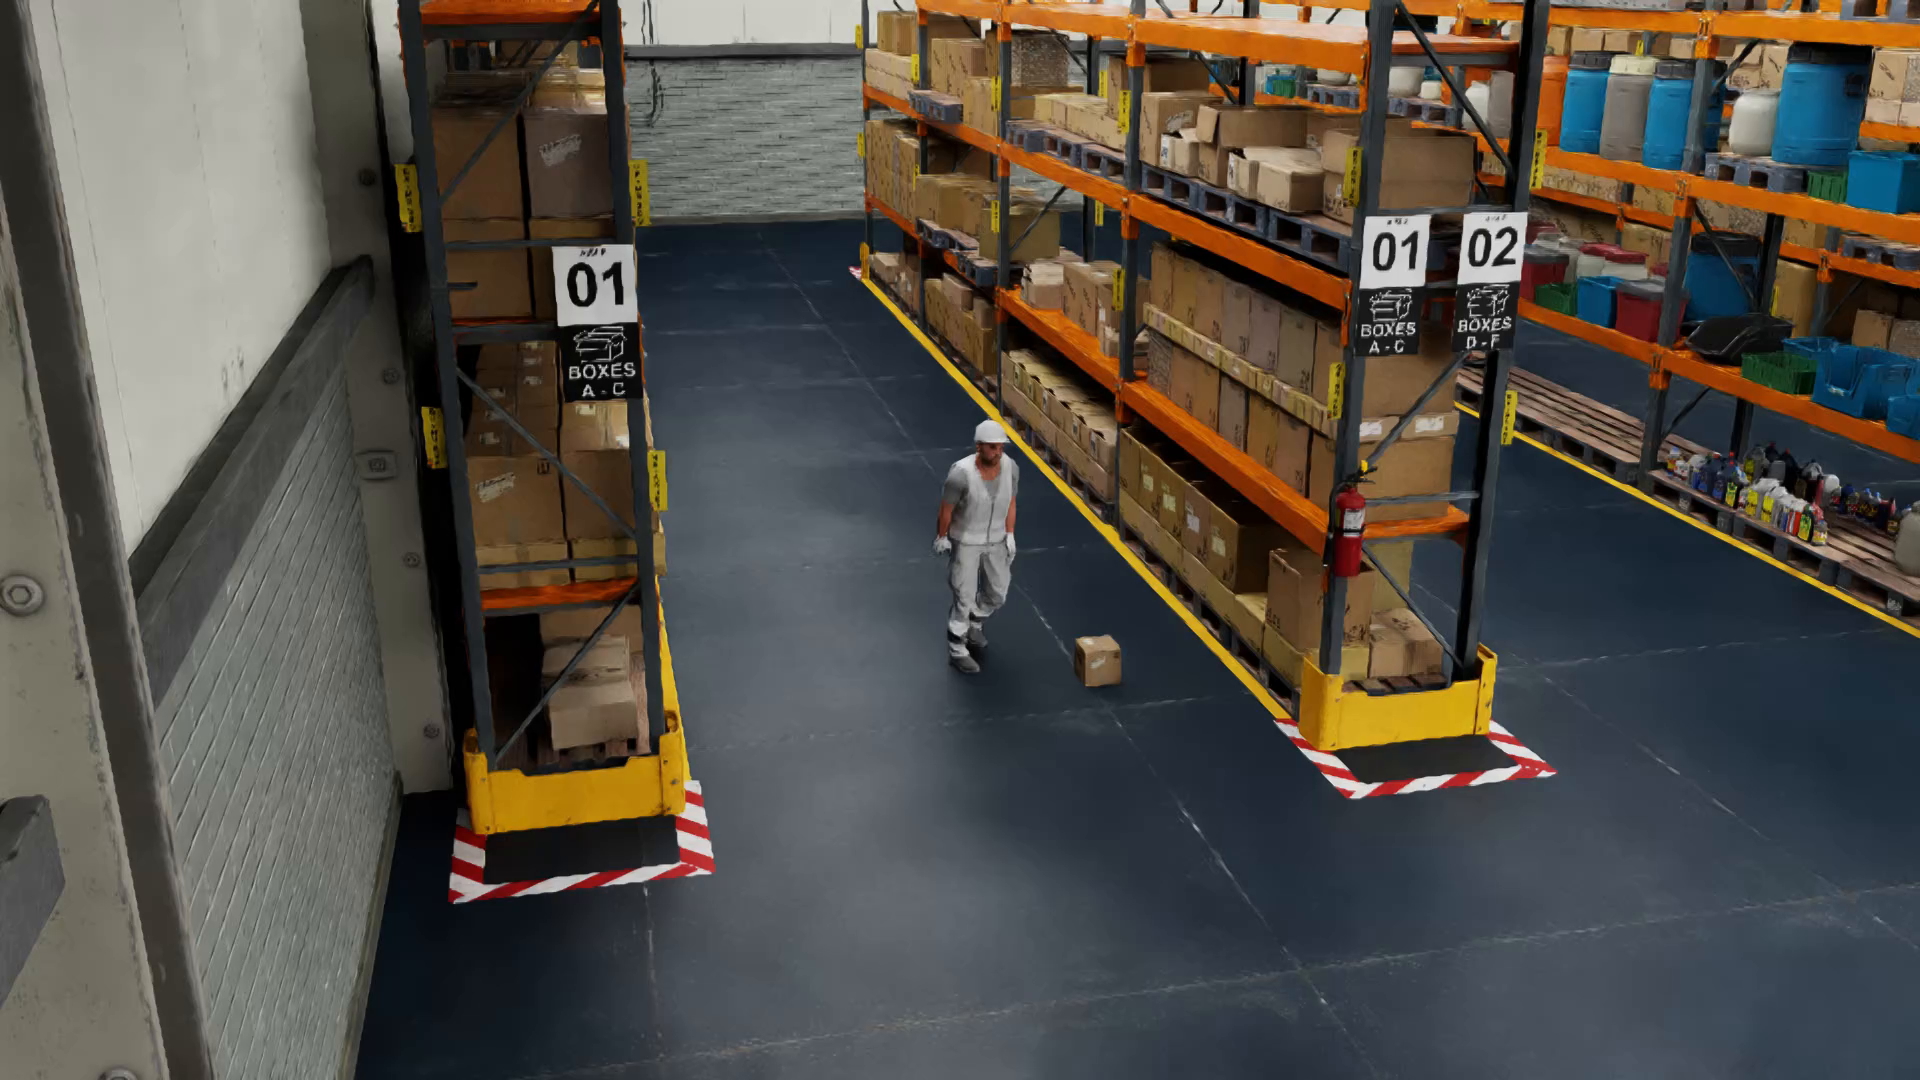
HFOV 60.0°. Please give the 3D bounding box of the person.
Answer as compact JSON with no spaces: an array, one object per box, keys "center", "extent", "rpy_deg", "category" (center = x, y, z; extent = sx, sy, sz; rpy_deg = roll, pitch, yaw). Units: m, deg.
[{"center":[0.113,0.012,11.036],"extent":[0.535,1.757,0.683],"rpy_deg":[-11,22,-28],"category":"person"}]
